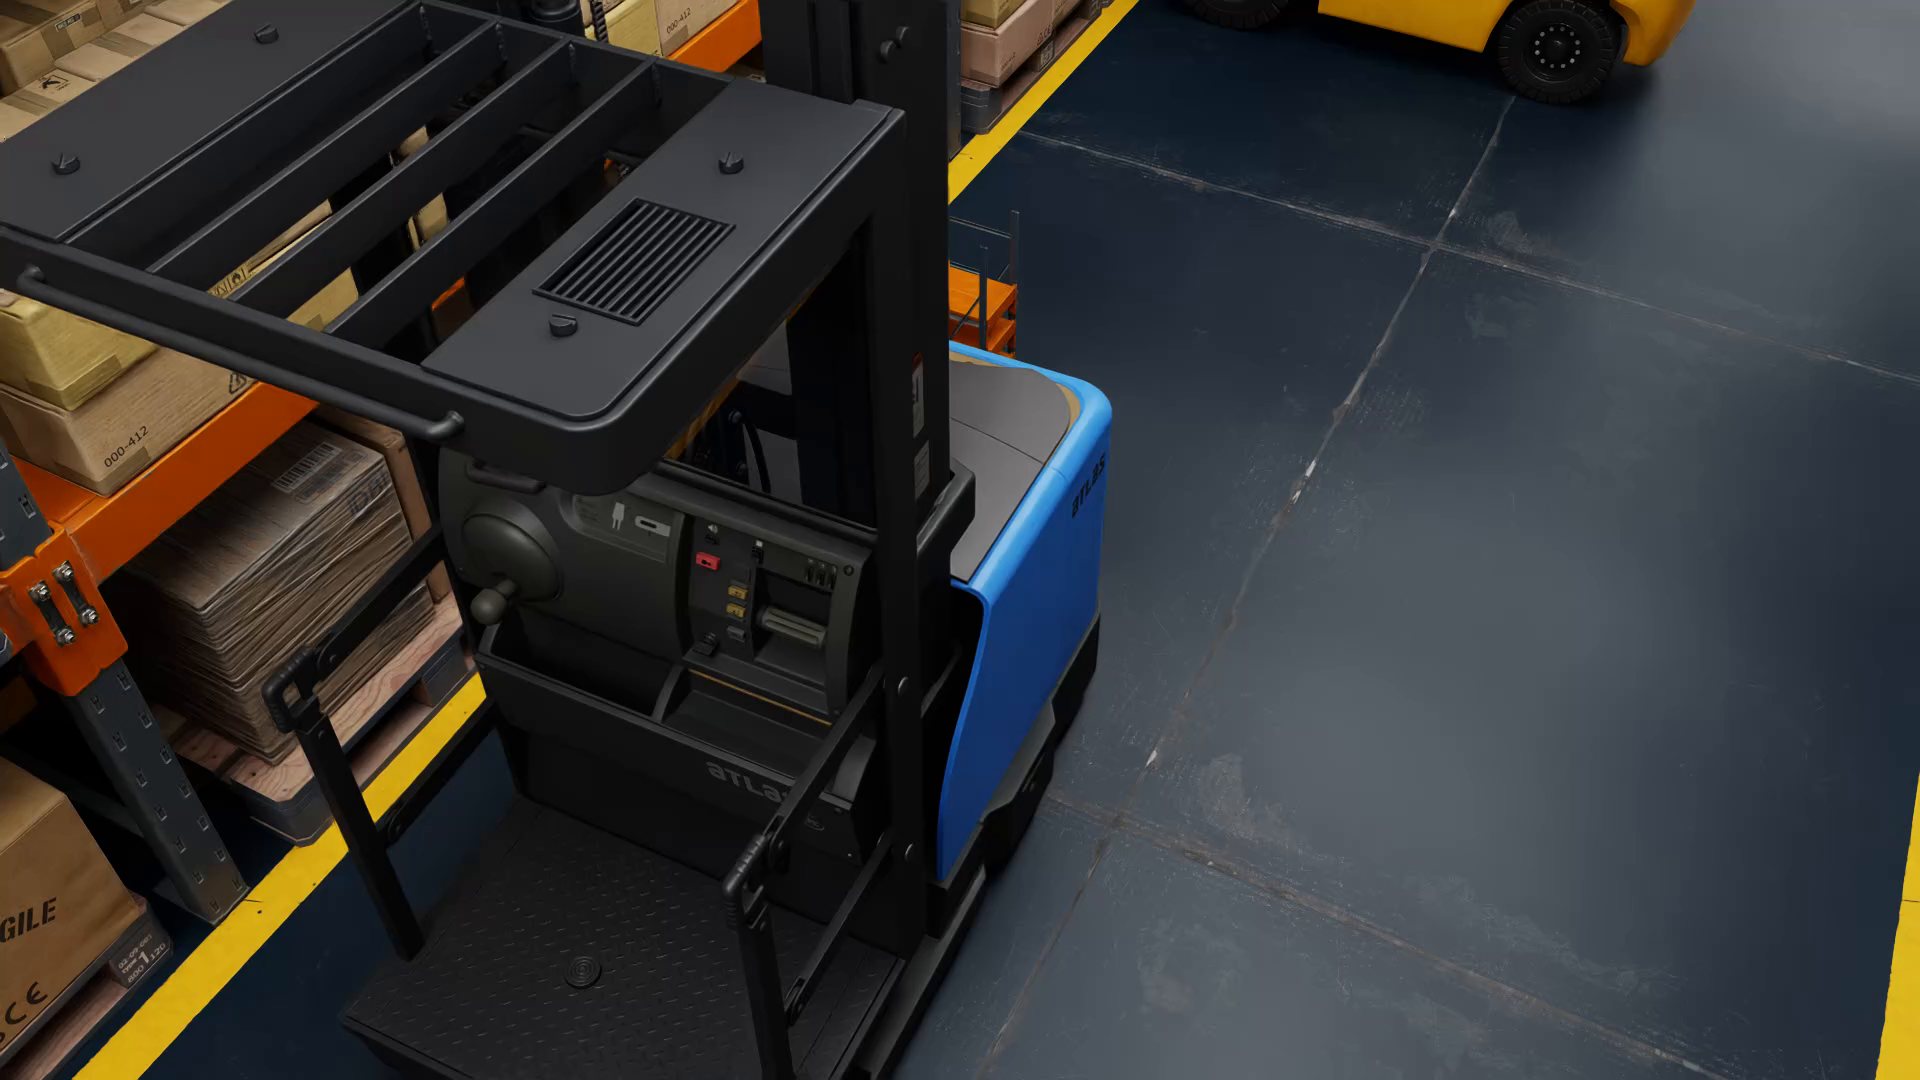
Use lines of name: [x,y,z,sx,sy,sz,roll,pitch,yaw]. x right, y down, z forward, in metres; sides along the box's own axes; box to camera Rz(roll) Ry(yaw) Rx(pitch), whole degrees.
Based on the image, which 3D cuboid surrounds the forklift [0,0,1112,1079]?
forklift: [-0.697,0.146,3.045,1.130,2.935,3.031,19,48,18]

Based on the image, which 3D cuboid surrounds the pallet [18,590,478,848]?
pallet: [-1.905,0.211,4.893,1.003,0.211,1.213,20,49,19]

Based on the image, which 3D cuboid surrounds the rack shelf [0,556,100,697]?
rack shelf: [-3.251,1.250,2.412,1.077,0.370,4.000,20,49,19]

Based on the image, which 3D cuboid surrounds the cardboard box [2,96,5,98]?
cardboard box: [-2.124,-1.084,3.966,0.500,0.250,0.500,21,49,19]

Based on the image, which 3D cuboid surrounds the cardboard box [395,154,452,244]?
cardboard box: [-1.429,-1.051,4.286,0.500,0.250,0.500,19,48,18]

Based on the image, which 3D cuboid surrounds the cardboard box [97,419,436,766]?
cardboard box: [-2.020,0.035,4.480,0.875,0.625,0.625,22,49,20]

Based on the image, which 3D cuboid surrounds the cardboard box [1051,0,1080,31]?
cardboard box: [0.275,-2.485,7.235,0.500,0.250,0.500,19,48,18]

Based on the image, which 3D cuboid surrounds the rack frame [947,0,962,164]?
rack frame: [-0.465,-2.783,5.892,1.000,3.000,0.127,20,49,19]

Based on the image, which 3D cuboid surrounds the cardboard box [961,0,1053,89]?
cardboard box: [0.053,-2.160,6.913,0.500,0.250,0.500,21,49,19]

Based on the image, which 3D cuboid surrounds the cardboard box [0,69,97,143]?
cardboard box: [-1.791,-0.799,3.404,0.380,0.149,0.250,21,49,20]

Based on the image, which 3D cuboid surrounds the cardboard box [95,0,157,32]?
cardboard box: [-2.101,-1.321,3.920,0.380,0.149,0.250,20,49,18]

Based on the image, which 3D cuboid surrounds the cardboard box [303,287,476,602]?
cardboard box: [-1.724,-0.379,4.890,0.875,0.625,0.625,22,49,20]

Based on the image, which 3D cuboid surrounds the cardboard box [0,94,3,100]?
cardboard box: [-2.328,-1.000,3.603,0.380,0.149,0.250,22,49,20]

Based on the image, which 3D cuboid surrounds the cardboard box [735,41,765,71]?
cardboard box: [-0.698,-1.764,6.258,0.875,0.625,0.625,23,50,21]

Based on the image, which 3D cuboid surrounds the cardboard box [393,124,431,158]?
cardboard box: [-1.407,-1.224,4.105,0.500,0.250,0.500,19,48,18]

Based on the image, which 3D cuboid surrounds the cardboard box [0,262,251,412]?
cardboard box: [-1.878,-0.577,3.465,0.500,0.250,0.500,20,49,19]

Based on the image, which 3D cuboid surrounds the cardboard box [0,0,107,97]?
cardboard box: [-2.154,-1.143,3.744,0.380,0.149,0.250,20,49,19]

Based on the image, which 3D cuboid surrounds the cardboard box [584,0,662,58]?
cardboard box: [-1.187,-1.378,4.608,0.500,0.250,0.500,22,49,20]

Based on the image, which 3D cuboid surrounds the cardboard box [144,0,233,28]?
cardboard box: [-1.584,-1.138,3.739,0.380,0.149,0.250,21,49,19]

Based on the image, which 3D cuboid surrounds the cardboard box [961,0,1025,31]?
cardboard box: [0.033,-2.343,6.743,0.500,0.250,0.500,20,49,19]

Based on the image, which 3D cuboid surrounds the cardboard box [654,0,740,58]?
cardboard box: [-0.954,-1.705,4.932,0.500,0.250,0.500,21,49,19]

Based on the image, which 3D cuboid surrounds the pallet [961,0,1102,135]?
pallet: [-0.059,-2.290,7.365,1.003,0.211,1.213,20,49,19]

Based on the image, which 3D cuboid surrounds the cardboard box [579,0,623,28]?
cardboard box: [-1.193,-1.554,4.431,0.500,0.250,0.500,21,49,20]

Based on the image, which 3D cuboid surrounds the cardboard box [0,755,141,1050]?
cardboard box: [-2.328,0.805,3.808,0.500,0.500,0.500,22,49,20]

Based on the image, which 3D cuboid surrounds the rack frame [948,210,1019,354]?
rack frame: [0.049,-0.489,4.889,0.240,1.200,0.006,20,49,19]

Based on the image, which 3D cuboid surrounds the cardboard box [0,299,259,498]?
cardboard box: [-1.900,-0.409,3.651,0.500,0.250,0.500,21,49,19]

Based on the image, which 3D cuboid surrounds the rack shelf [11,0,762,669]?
rack shelf: [-1.394,-1.270,4.902,1.077,0.370,4.000,20,49,19]

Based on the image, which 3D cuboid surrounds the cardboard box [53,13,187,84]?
cardboard box: [-1.694,-0.969,3.572,0.380,0.149,0.250,22,49,20]

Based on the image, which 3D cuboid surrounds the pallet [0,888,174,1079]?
pallet: [-2.702,1.175,3.941,1.003,0.211,1.213,20,49,19]

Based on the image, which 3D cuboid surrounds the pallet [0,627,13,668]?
pallet: [-2.575,0.254,3.025,1.213,0.211,1.003,20,49,19]

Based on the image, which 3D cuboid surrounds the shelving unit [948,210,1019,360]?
shelving unit: [0.007,-0.431,4.832,0.258,1.200,0.189,20,49,19]

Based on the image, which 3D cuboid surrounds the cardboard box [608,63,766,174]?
cardboard box: [-1.065,-1.277,5.778,0.875,0.625,0.625,20,49,19]

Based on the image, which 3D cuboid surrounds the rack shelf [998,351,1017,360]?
rack shelf: [0.007,-0.484,4.779,0.258,0.103,0.180,20,49,19]

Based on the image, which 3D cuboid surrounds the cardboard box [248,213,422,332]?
cardboard box: [-1.662,-0.725,3.963,0.500,0.250,0.500,19,48,18]

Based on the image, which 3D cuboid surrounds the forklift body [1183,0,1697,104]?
forklift body: [2.127,-3.208,6.908,2.313,2.155,1.214,20,49,19]

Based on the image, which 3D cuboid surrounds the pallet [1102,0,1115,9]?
pallet: [0.506,-3.062,8.127,1.003,0.211,1.213,20,49,19]

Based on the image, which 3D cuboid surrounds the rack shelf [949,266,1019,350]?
rack shelf: [0.007,-0.653,4.608,0.258,0.103,0.180,20,49,19]

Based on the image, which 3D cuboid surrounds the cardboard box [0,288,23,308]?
cardboard box: [-1.913,-0.630,3.237,0.380,0.149,0.250,22,49,20]

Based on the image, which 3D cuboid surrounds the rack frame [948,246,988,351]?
rack frame: [-0.036,-0.373,4.775,0.240,1.200,0.006,20,49,19]

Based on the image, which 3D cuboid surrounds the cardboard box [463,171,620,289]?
cardboard box: [-1.412,-0.803,5.309,0.875,0.625,0.625,19,48,17]

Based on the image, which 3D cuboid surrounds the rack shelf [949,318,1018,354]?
rack shelf: [0.007,-0.568,4.693,0.258,0.103,0.180,20,49,19]

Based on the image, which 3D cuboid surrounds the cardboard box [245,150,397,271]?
cardboard box: [-1.666,-0.900,3.785,0.500,0.250,0.500,22,49,20]

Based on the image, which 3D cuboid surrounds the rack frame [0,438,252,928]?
rack frame: [-2.322,-0.263,3.401,1.000,3.000,0.127,20,49,19]
